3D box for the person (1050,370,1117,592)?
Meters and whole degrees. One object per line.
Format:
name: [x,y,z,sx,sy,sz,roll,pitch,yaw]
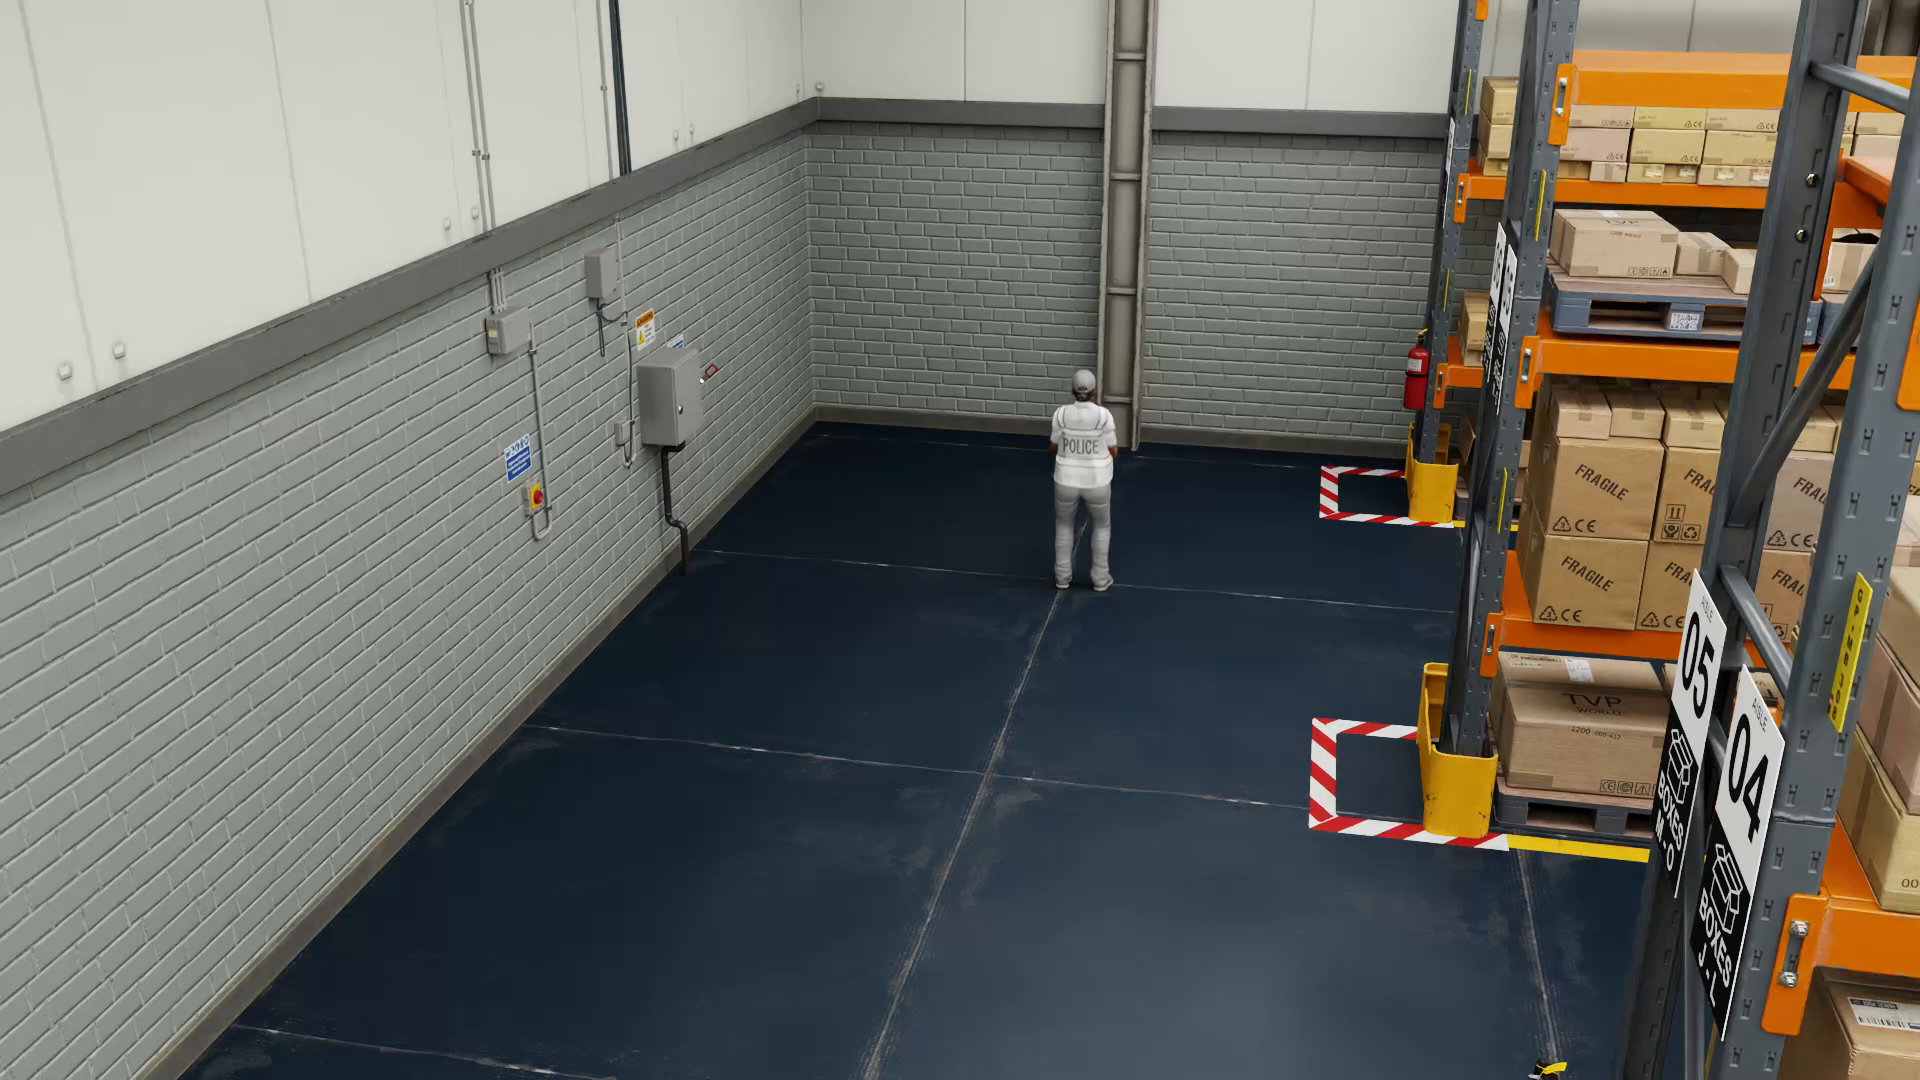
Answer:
person: [0.903,-0.446,12.194,0.487,1.670,0.503,4,22,10]
